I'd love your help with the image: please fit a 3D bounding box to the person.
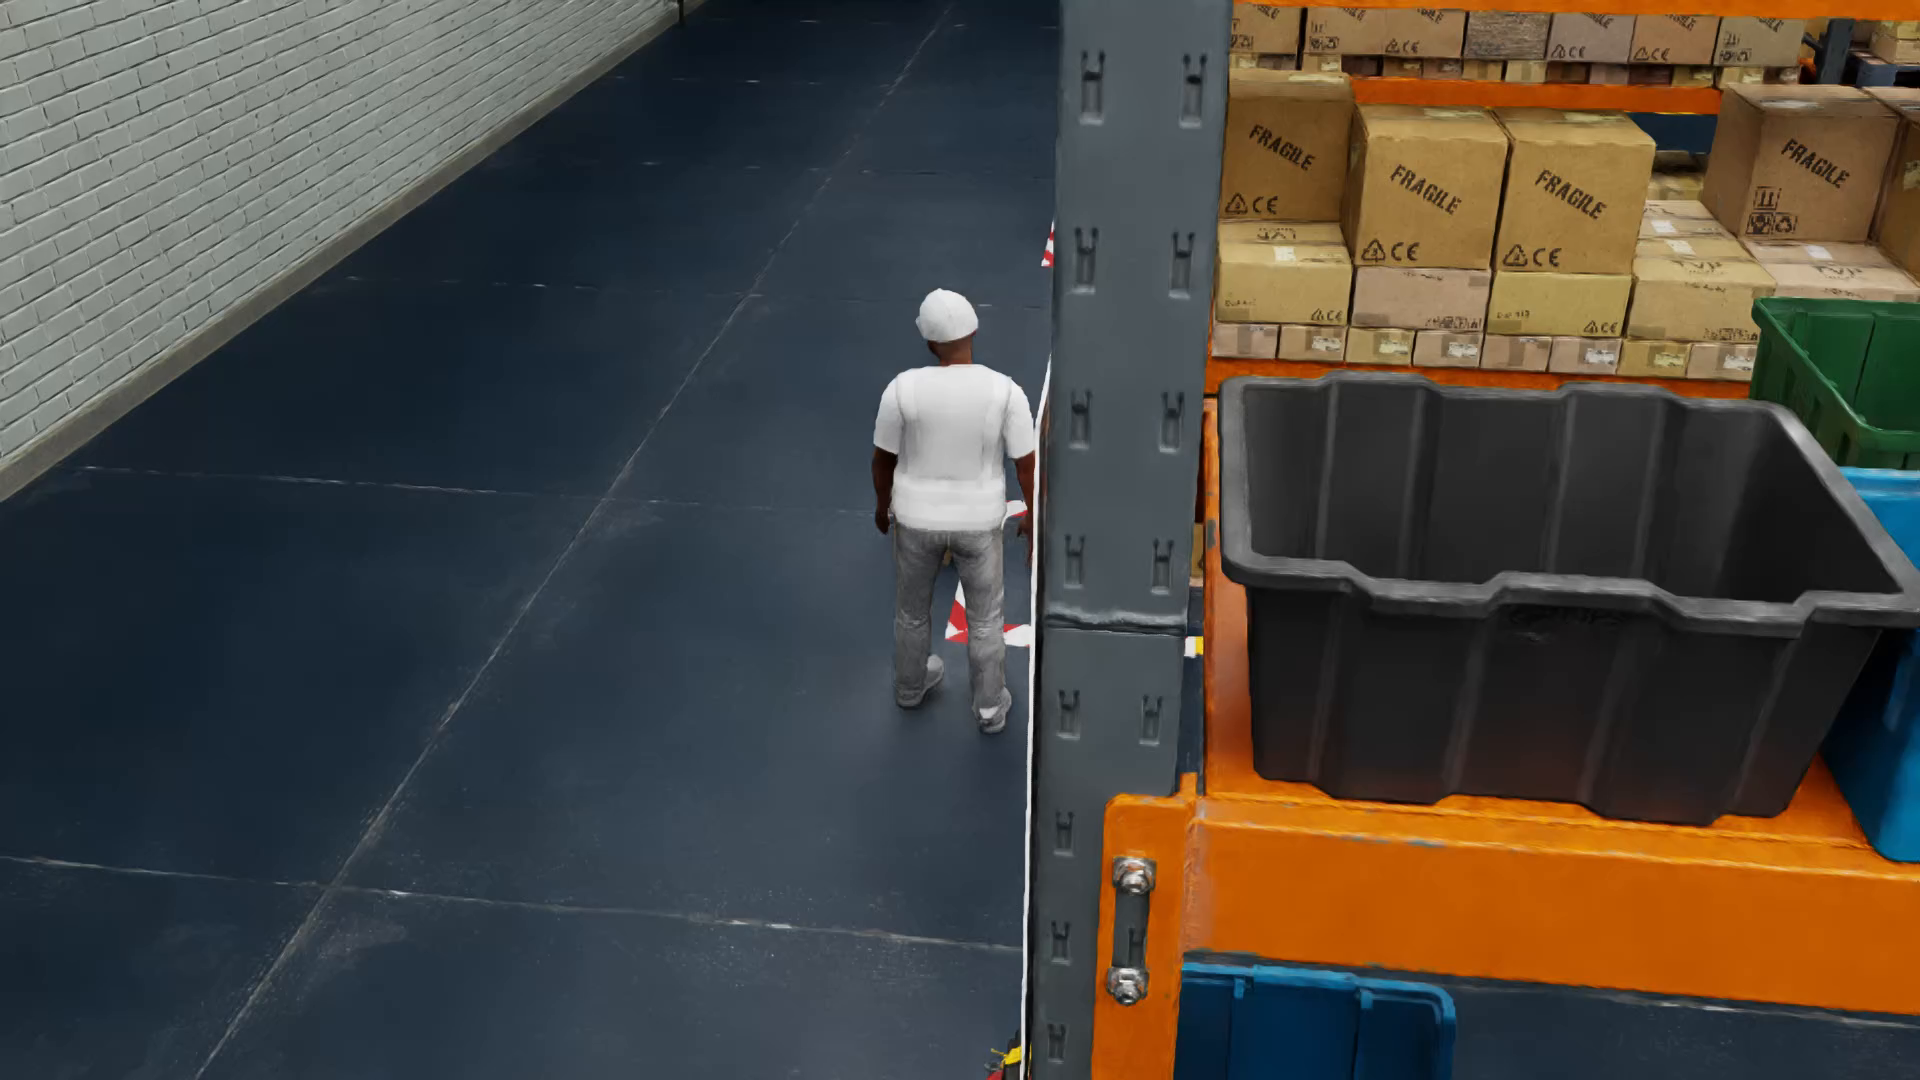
[{"bbox_3d":[-0.004,-0.115,6.289,0.646,1.767,0.489,1,28,2],"label":"person"}]
